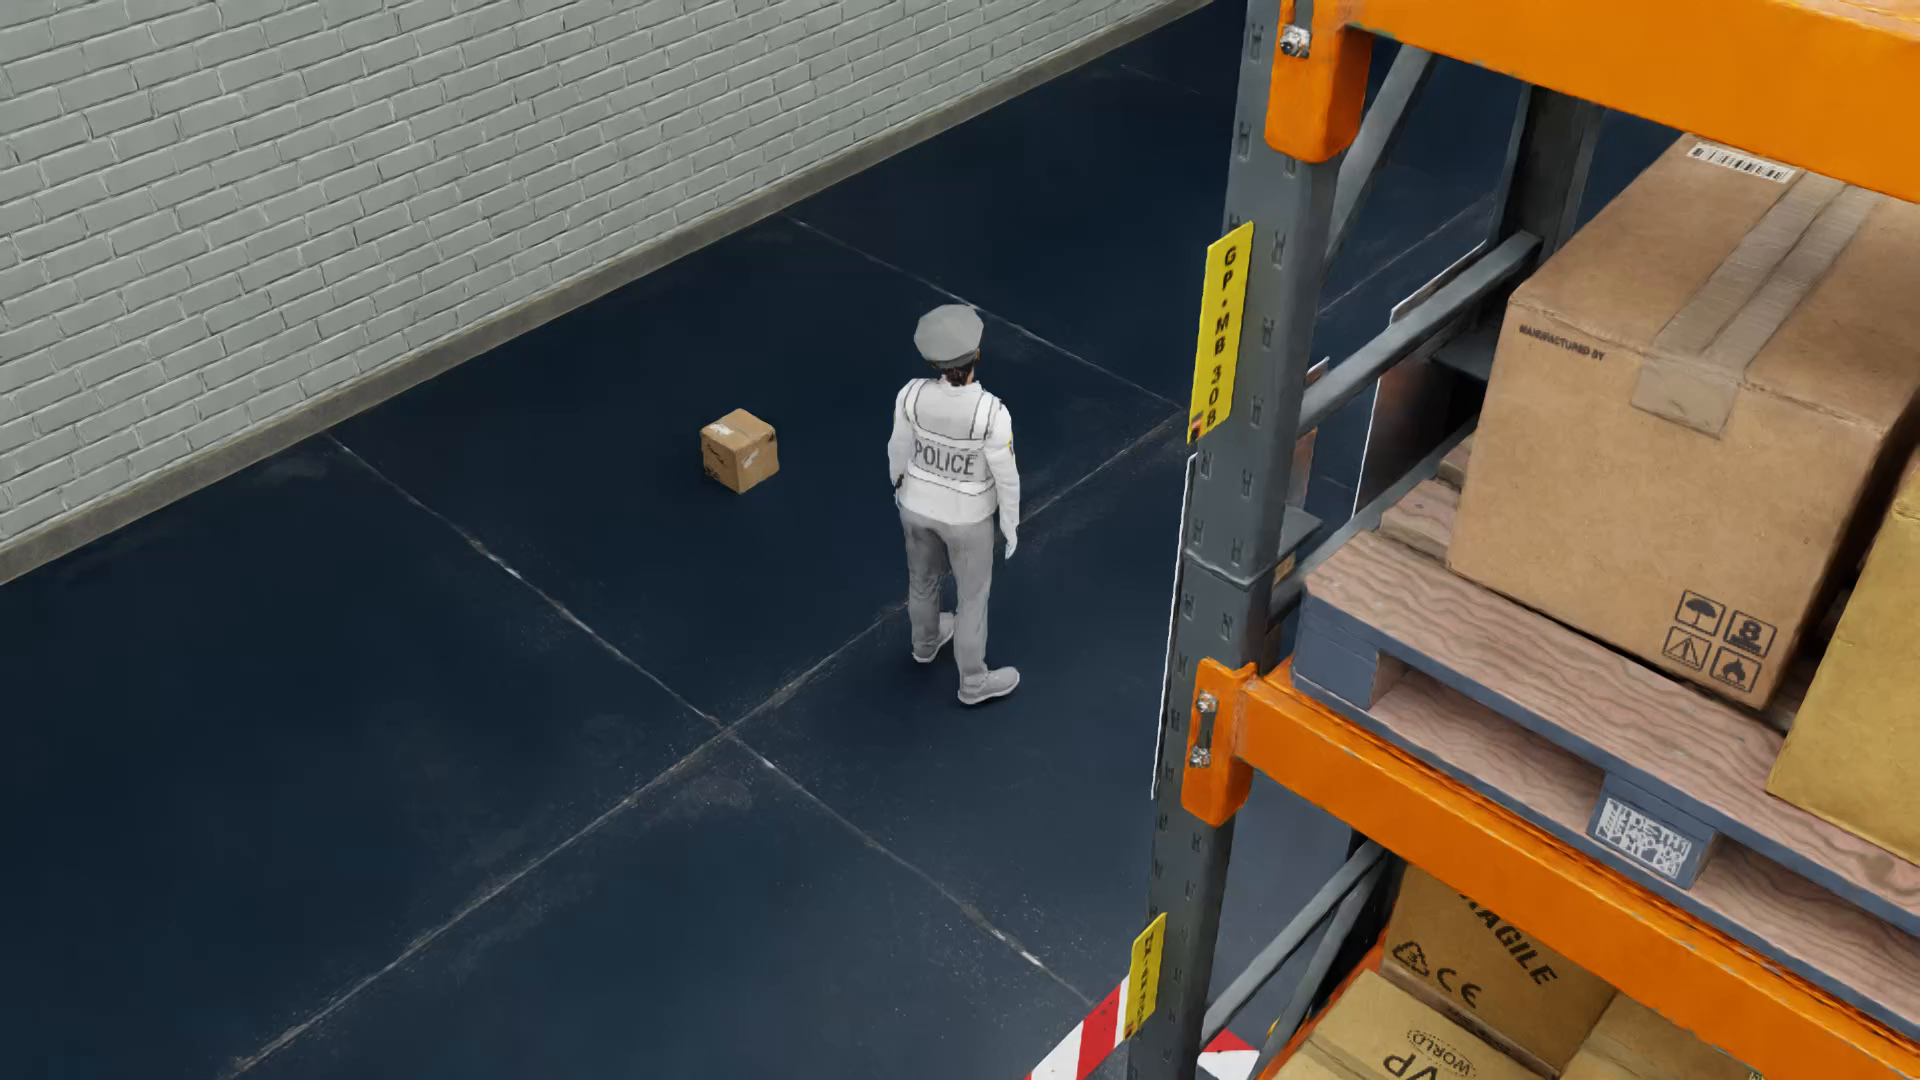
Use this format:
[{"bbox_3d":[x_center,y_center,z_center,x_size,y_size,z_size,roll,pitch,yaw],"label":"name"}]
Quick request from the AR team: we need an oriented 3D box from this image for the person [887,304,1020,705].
[{"bbox_3d":[-0.008,-0.137,6.267,0.540,1.686,0.430,15,42,17],"label":"person"}]
